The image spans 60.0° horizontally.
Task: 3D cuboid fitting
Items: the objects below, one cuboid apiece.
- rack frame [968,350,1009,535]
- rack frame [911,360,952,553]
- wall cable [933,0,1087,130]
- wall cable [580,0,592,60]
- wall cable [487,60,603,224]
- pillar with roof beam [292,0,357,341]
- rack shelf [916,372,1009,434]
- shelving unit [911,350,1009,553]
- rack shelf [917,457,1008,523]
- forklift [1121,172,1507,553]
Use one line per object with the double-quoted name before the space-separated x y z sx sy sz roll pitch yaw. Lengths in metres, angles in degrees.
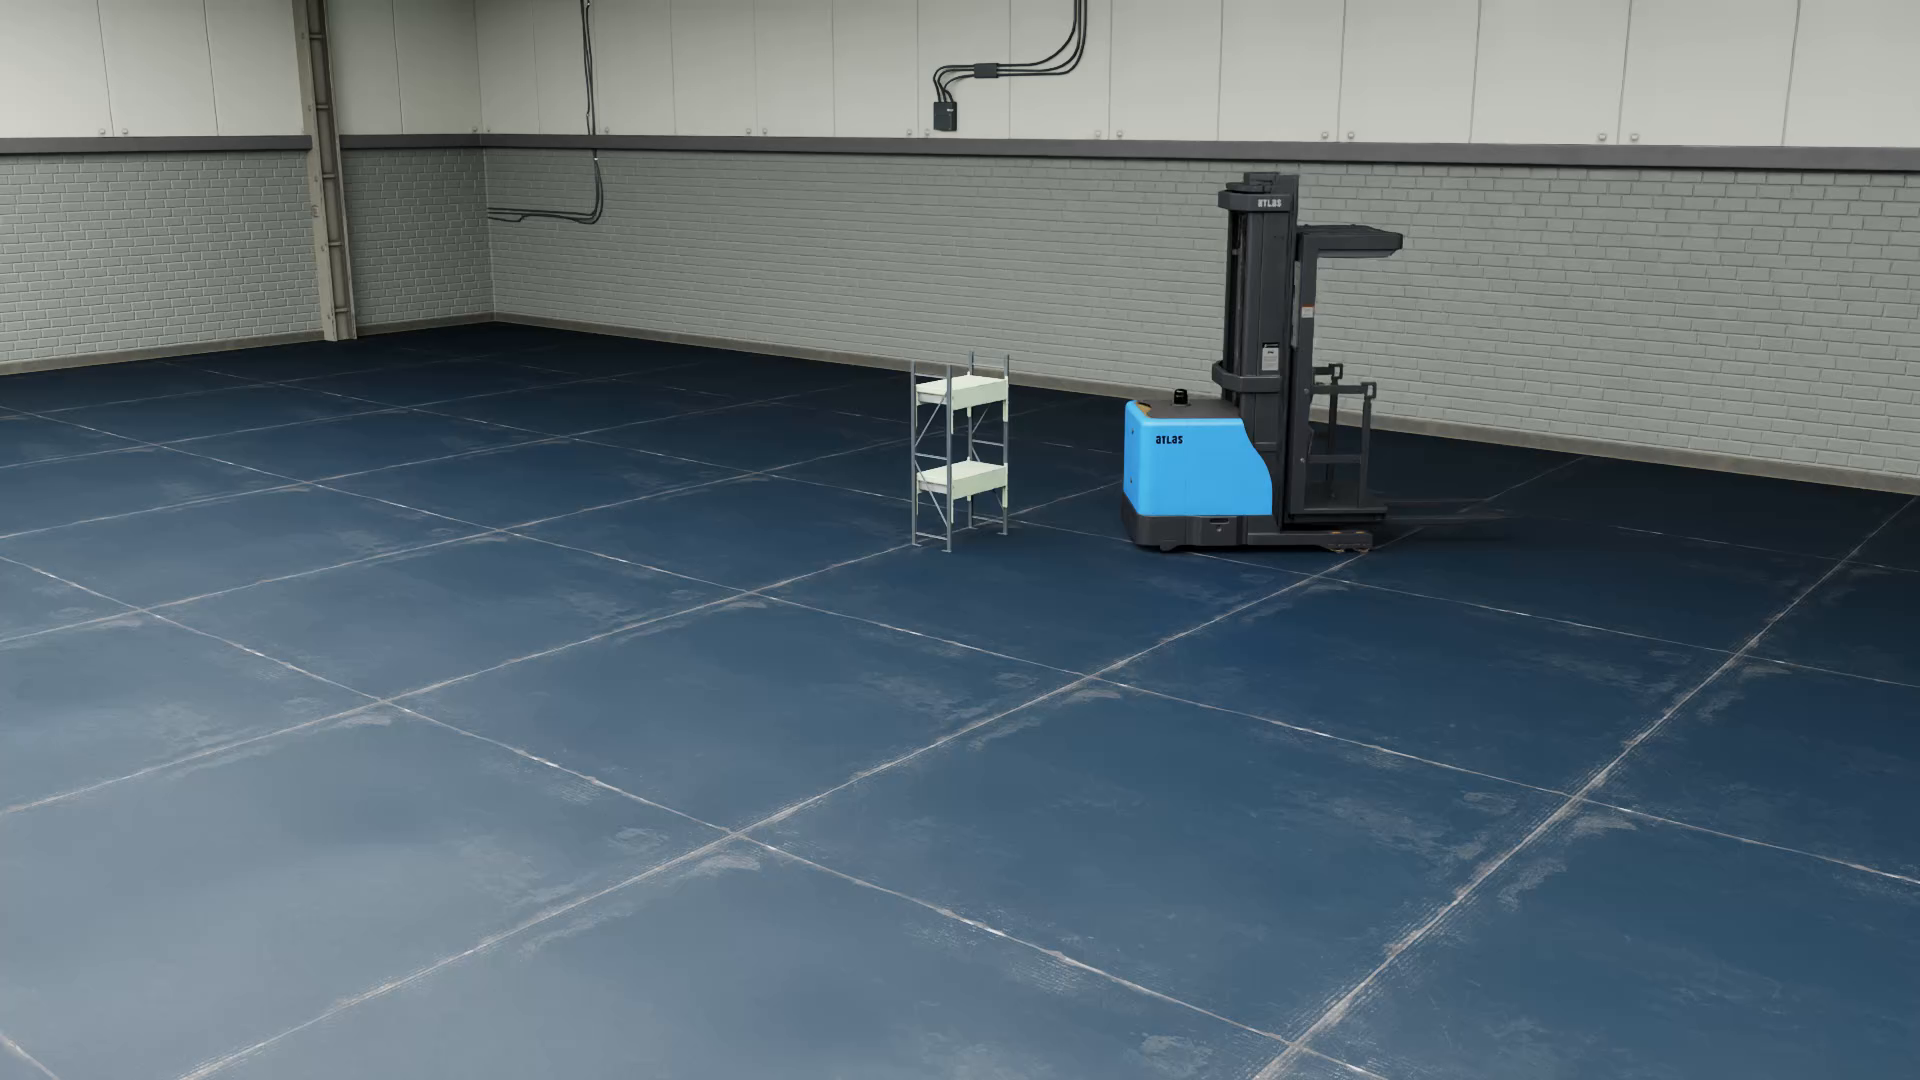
"rack frame" 0.234 -0.798 13.719 0.400 1.500 0.023 11 18 38
"rack frame" -0.226 -0.658 13.167 0.400 1.500 0.023 11 18 38
"wall cable" 0.577 -8.035 20.068 2.305 6.003 0.169 11 18 38
"wall cable" -4.693 -8.383 24.395 3.097 2.526 0.112 11 18 38
"wall cable" -6.797 -6.354 26.664 3.097 2.526 0.112 11 18 38
"pillar with roof beam" -6.329 -6.833 22.244 9.100 9.000 0.400 11 18 38
"rack shelf" 0.004 -1.106 13.347 0.431 0.370 0.720 11 18 38
"shelving unit" 0.004 -0.728 13.443 0.431 1.500 0.755 11 18 38
"rack shelf" 0.004 -0.412 13.524 0.431 0.370 0.720 11 18 38
"forklift" 2.895 -1.449 13.376 3.031 2.935 1.130 -1 14 -2
